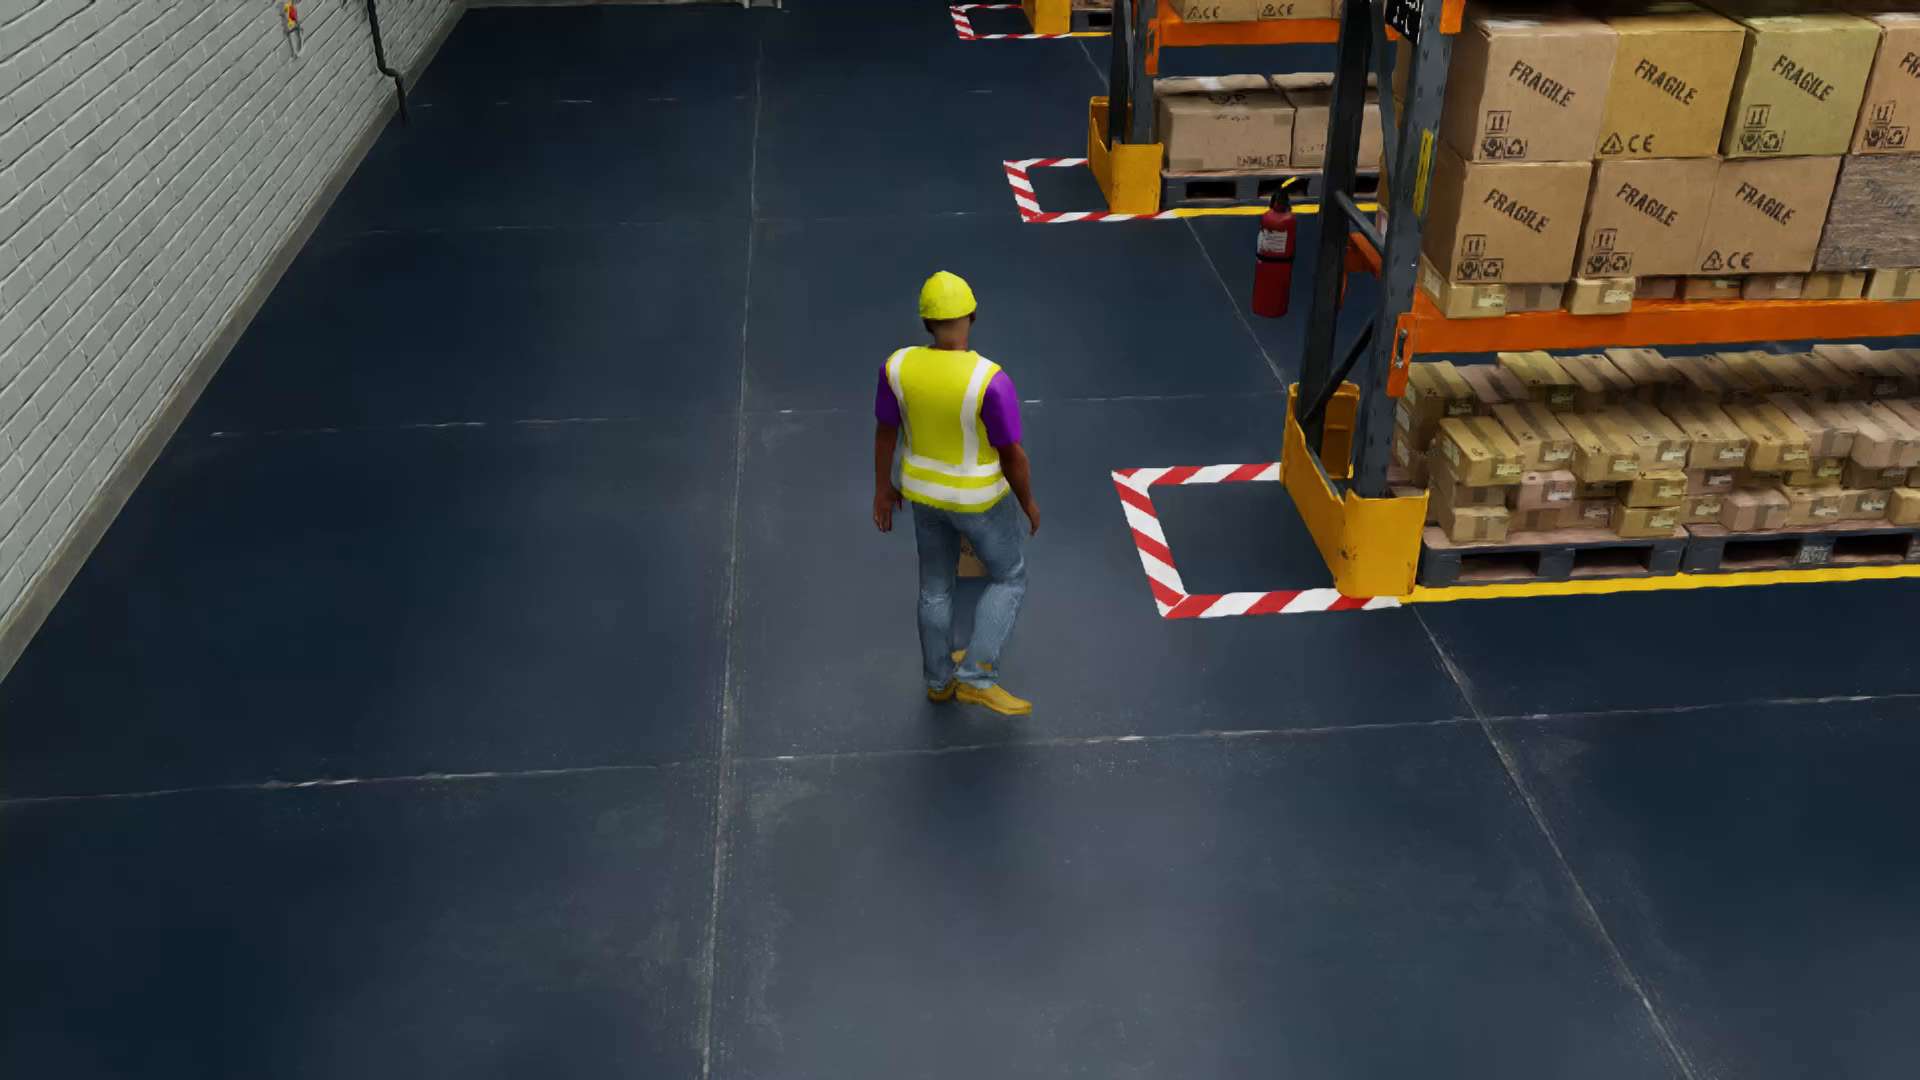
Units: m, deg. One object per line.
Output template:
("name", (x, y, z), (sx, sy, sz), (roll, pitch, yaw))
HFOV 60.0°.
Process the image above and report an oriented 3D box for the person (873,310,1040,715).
("person", (0.002, -0.027, 6.389), (0.729, 1.483, 0.448), (16, 34, 25))
